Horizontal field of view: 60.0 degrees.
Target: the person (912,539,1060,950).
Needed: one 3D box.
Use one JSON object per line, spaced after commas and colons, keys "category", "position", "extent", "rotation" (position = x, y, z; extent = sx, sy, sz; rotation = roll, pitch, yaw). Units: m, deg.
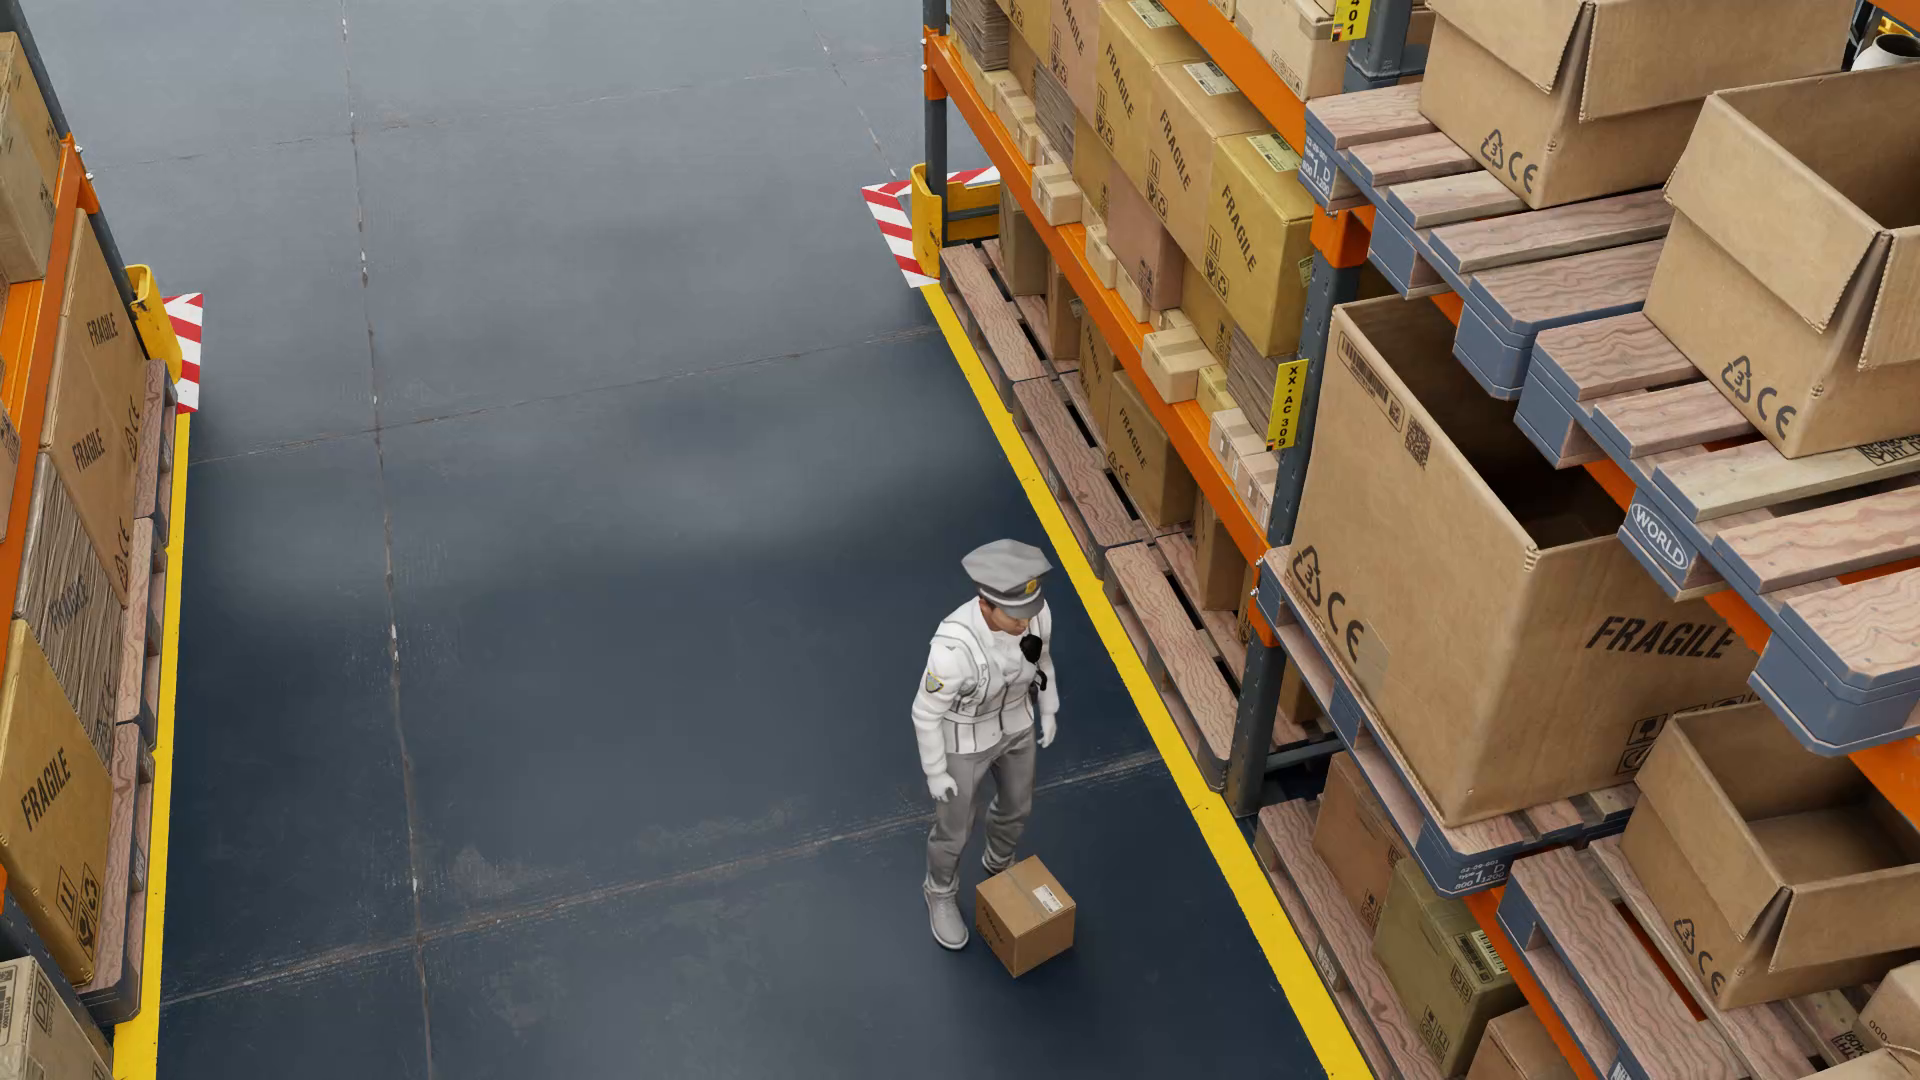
{"category": "person", "position": [0.093, 0.646, 5.450], "extent": [0.543, 1.667, 0.370], "rotation": [-25, 48, -25]}
